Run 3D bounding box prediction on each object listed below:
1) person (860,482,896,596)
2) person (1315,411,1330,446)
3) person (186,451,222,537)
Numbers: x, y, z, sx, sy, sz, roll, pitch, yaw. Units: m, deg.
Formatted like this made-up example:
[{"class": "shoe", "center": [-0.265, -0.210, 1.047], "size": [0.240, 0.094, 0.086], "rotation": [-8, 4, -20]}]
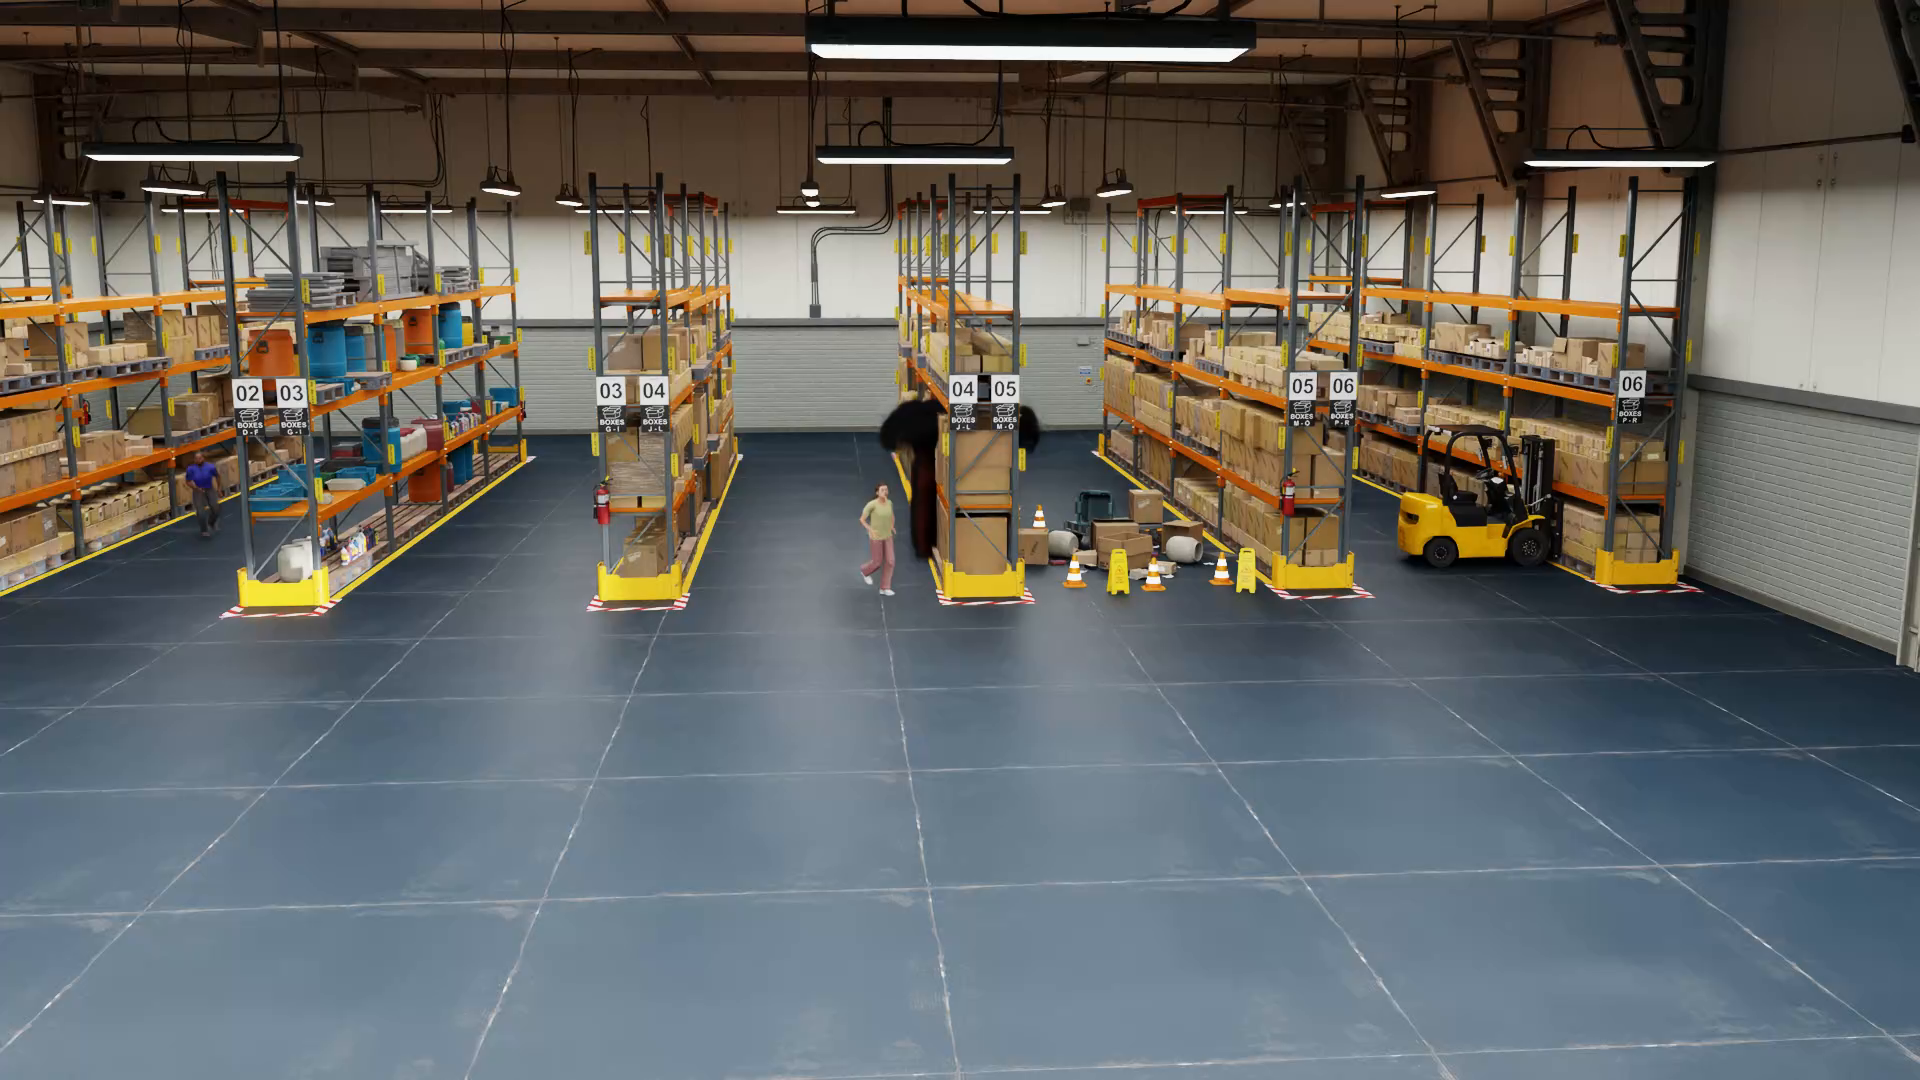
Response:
[{"class": "person", "center": [-1.188, -0.041, 24.132], "size": [0.602, 1.630, 0.804], "rotation": [-7, 12, -34]}, {"class": "person", "center": [7.339, -1.796, 34.141], "size": [0.658, 1.670, 0.679], "rotation": [-4, 11, -24]}, {"class": "person", "center": [-13.081, -0.793, 28.788], "size": [0.565, 1.543, 0.718], "rotation": [-5, 11, -28]}]
